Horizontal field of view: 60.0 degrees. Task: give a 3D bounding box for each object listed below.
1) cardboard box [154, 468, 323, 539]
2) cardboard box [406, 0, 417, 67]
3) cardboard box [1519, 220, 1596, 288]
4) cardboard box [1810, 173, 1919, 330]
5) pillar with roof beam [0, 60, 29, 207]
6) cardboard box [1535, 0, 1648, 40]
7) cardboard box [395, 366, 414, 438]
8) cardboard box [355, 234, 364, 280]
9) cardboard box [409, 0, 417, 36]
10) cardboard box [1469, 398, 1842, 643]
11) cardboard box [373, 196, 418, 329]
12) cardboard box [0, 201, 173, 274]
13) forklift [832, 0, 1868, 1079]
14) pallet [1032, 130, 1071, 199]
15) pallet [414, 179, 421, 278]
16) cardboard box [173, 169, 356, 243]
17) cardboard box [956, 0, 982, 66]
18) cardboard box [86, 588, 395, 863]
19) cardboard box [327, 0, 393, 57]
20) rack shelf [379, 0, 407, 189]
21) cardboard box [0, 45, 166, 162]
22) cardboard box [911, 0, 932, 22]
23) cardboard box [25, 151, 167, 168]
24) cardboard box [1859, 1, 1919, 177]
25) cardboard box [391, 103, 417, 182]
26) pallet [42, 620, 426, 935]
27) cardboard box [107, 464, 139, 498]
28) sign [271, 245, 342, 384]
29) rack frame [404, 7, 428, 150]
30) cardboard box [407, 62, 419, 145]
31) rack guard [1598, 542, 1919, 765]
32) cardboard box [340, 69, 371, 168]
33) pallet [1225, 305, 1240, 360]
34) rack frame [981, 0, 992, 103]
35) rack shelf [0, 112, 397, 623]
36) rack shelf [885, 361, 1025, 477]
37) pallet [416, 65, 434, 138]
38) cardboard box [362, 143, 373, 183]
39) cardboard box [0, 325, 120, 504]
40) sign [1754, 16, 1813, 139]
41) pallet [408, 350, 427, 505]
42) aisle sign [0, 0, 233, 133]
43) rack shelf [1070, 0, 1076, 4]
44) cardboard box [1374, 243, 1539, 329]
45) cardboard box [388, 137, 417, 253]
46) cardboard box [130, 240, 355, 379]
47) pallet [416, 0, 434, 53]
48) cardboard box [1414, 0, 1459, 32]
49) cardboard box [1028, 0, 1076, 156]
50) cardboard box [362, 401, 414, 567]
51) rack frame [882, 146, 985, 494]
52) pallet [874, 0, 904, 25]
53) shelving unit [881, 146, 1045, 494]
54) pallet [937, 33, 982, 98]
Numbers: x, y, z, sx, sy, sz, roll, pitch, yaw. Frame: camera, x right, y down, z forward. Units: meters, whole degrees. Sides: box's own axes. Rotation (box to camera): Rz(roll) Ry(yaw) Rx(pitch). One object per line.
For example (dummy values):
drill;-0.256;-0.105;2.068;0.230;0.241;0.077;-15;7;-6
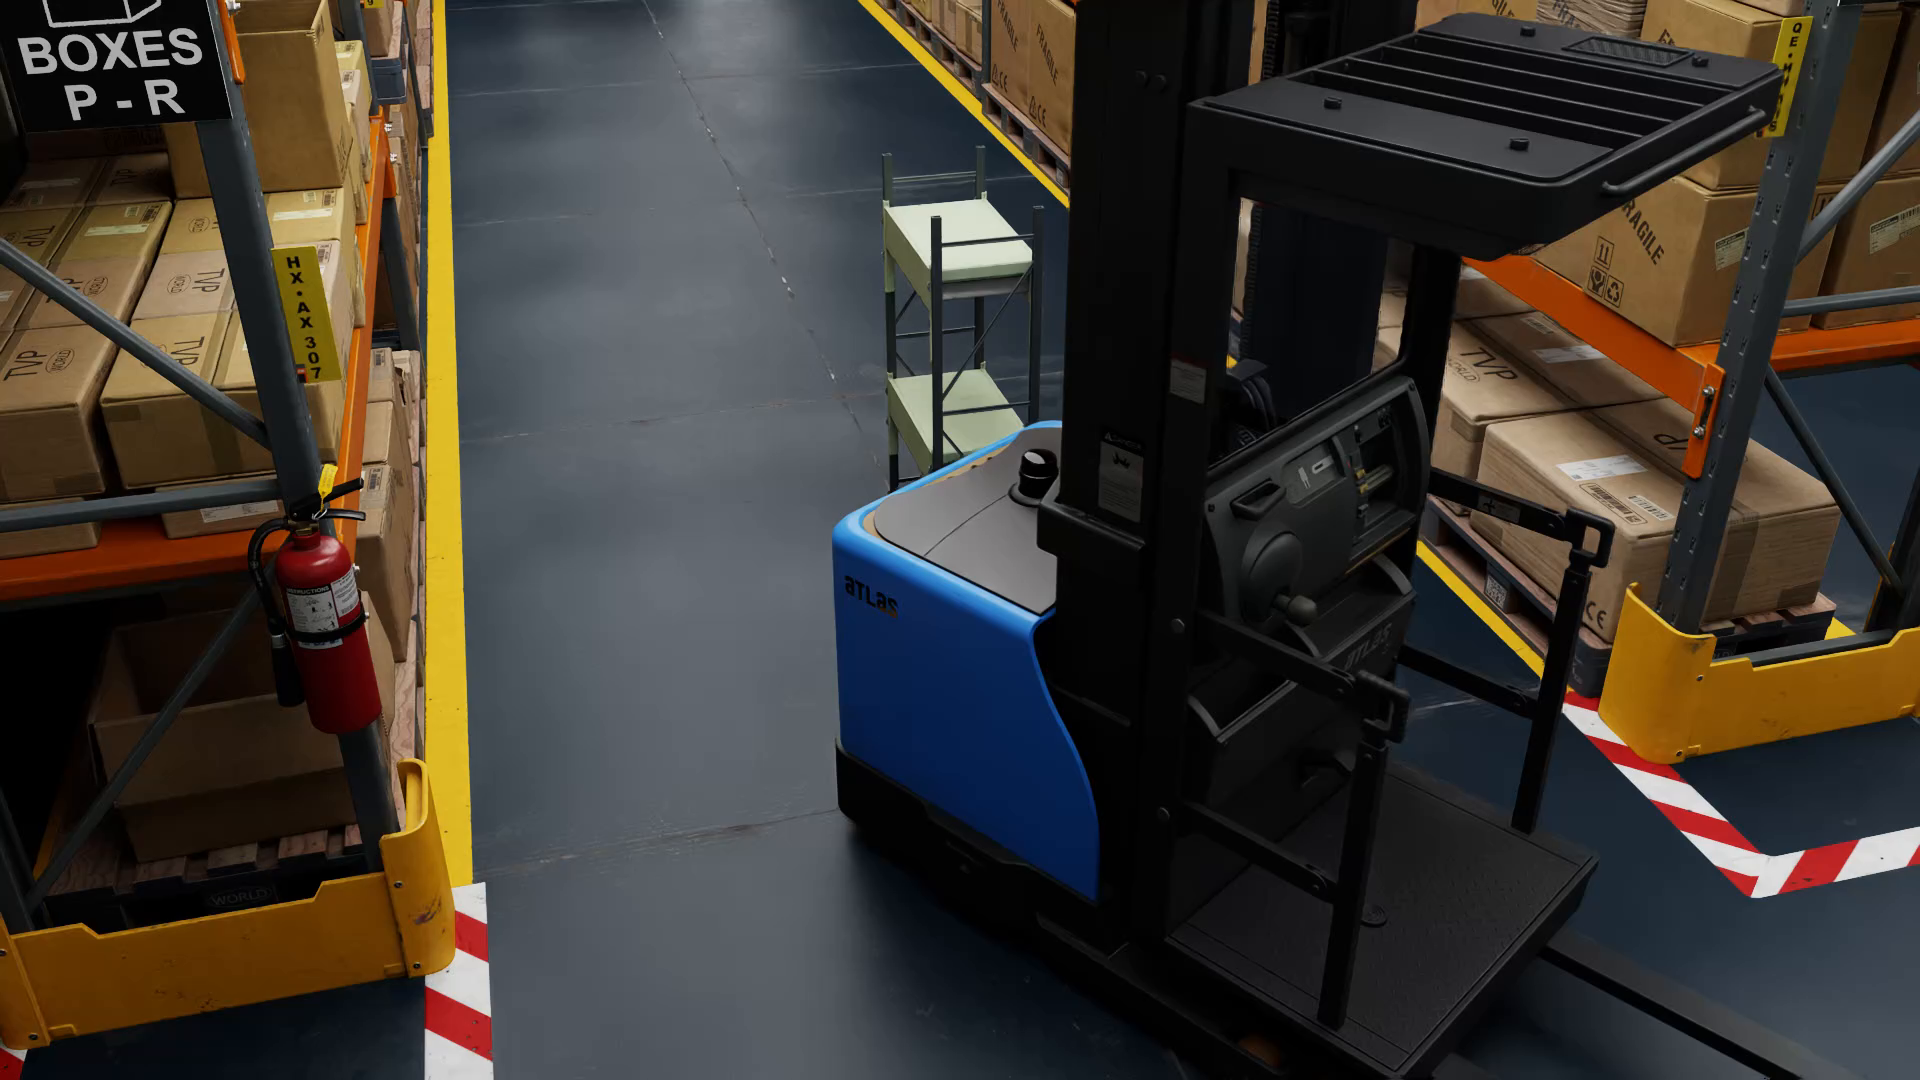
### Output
cardboard box;-1.829;-0.148;4.261;0.380;0.149;0.250;-8;31;-14
cardboard box;-4.463;-3.696;12.093;0.875;0.625;0.625;-7;31;-12
cardboard box;2.277;-1.208;5.743;0.500;0.500;0.500;-8;31;-14
cardboard box;2.928;-1.036;5.446;0.500;0.500;0.500;-8;31;-14
pillar with roof beam;0.399;-4.706;5.897;9.100;9.000;0.400;-8;31;-13
cardboard box;2.254;-1.648;5.506;0.500;0.500;0.500;-8;31;-13
cardboard box;-2.542;-0.589;7.083;0.396;0.266;0.258;-7;31;-11
cardboard box;-2.212;-0.901;5.563;0.380;0.149;0.250;-7;31;-12
cardboard box;-4.843;-4.384;13.282;0.875;0.625;0.625;-8;31;-14
cardboard box;2.507;-0.101;6.069;0.875;0.438;0.875;-9;31;-15
cardboard box;-2.979;-1.356;8.175;0.500;0.500;0.500;-7;31;-11
cardboard box;-2.646;-0.801;4.992;0.500;0.250;0.500;-7;31;-12
forklift;1.039;-0.062;3.931;3.031;2.935;1.130;25;38;36
pallet;1.112;-2.401;10.687;1.003;0.211;1.213;-8;31;-13
pallet;-3.647;-1.764;9.587;1.003;0.211;1.213;-8;31;-13
cardboard box;-2.295;-1.112;5.529;0.500;0.250;0.500;-9;31;-15
cardboard box;0.515;-3.905;12.707;0.950;0.372;0.625;-10;32;-17
cardboard box;-2.077;0.530;4.913;0.797;0.503;0.637;-9;31;-15
cardboard box;-2.980;-2.481;7.524;0.700;0.500;0.500;-7;31;-12
rack shelf;-3.598;-2.648;9.048;1.077;0.370;4.000;-8;31;-13
cardboard box;-2.929;-1.627;5.670;0.500;0.500;0.500;-9;31;-15
cardboard box;0.116;-4.628;13.955;0.950;0.372;0.625;-7;31;-12
cardboard box;-2.922;-1.291;5.839;0.500;0.250;0.500;-7;31;-12
cardboard box;2.926;-1.468;5.195;0.500;0.500;0.500;-9;31;-14
cardboard box;-3.546;-2.354;9.898;0.500;0.500;0.500;-7;31;-11
pallet;-2.239;0.724;5.288;1.003;0.211;1.213;-8;31;-13
cardboard box;-2.361;-0.207;4.365;0.380;0.149;0.250;-7;31;-12
sign;-1.483;-0.508;3.769;0.100;0.325;0.005;-8;31;-13
rack frame;-4.129;-3.925;10.537;1.000;3.000;0.127;-8;31;-13
cardboard box;-3.810;-2.849;10.754;0.500;0.500;0.500;-7;31;-12
rack guard;2.785;0.371;5.611;1.175;0.500;0.348;-8;31;-13
cardboard box;-2.550;-1.603;6.378;0.500;0.250;0.500;-8;31;-13
pallet;1.843;-1.070;8.388;1.003;0.211;1.213;-8;31;-13
rack frame;0.655;-4.587;11.680;1.000;3.000;0.127;-8;31;-13
rack shelf;-2.537;-0.716;5.710;1.077;0.370;4.000;-8;31;-13
rack shelf;-0.002;-0.370;6.543;0.431;0.370;0.720;-8;31;-13
pallet;-4.310;-3.121;11.931;1.003;0.211;1.213;-8;31;-13
cardboard box;-2.557;-1.519;6.630;0.380;0.149;0.250;-7;31;-12
cardboard box;-2.384;-0.312;4.147;0.500;0.250;0.500;-7;31;-12
sign;2.252;-1.261;4.542;0.100;0.325;0.005;-8;31;-13
pallet;-2.886;-0.454;7.324;1.003;0.211;1.213;-8;31;-13
aisle sign;-1.705;-1.192;3.220;0.394;0.787;0.004;-8;31;-13
rack shelf;1.186;-3.309;10.191;1.077;0.370;4.000;-8;31;-13
cardboard box;2.018;-0.978;7.583;0.875;0.438;0.875;-9;31;-15
cardboard box;-3.258;-1.854;9.035;0.500;0.500;0.500;-9;31;-15
cardboard box;-2.001;-0.623;4.685;0.500;0.250;0.500;-8;31;-13
pallet;-4.958;-4.299;13.967;1.003;0.211;1.213;-8;31;-13
cardboard box;1.994;-2.131;6.339;0.500;0.500;0.500;-8;31;-14
cardboard box;0.991;-3.073;10.766;0.875;0.875;0.875;-7;31;-13
cardboard box;-2.310;-0.156;6.100;0.500;0.500;0.500;-7;31;-12
rack frame;-0.099;-0.829;6.685;0.400;1.500;0.023;-8;31;-13
pallet;-0.198;-4.936;15.067;1.003;0.211;1.213;-8;31;-13
shelving unit;-0.002;-0.652;6.380;0.431;1.500;0.755;-8;31;-13
pallet;0.449;-3.757;13.031;1.003;0.211;1.213;-8;31;-13
